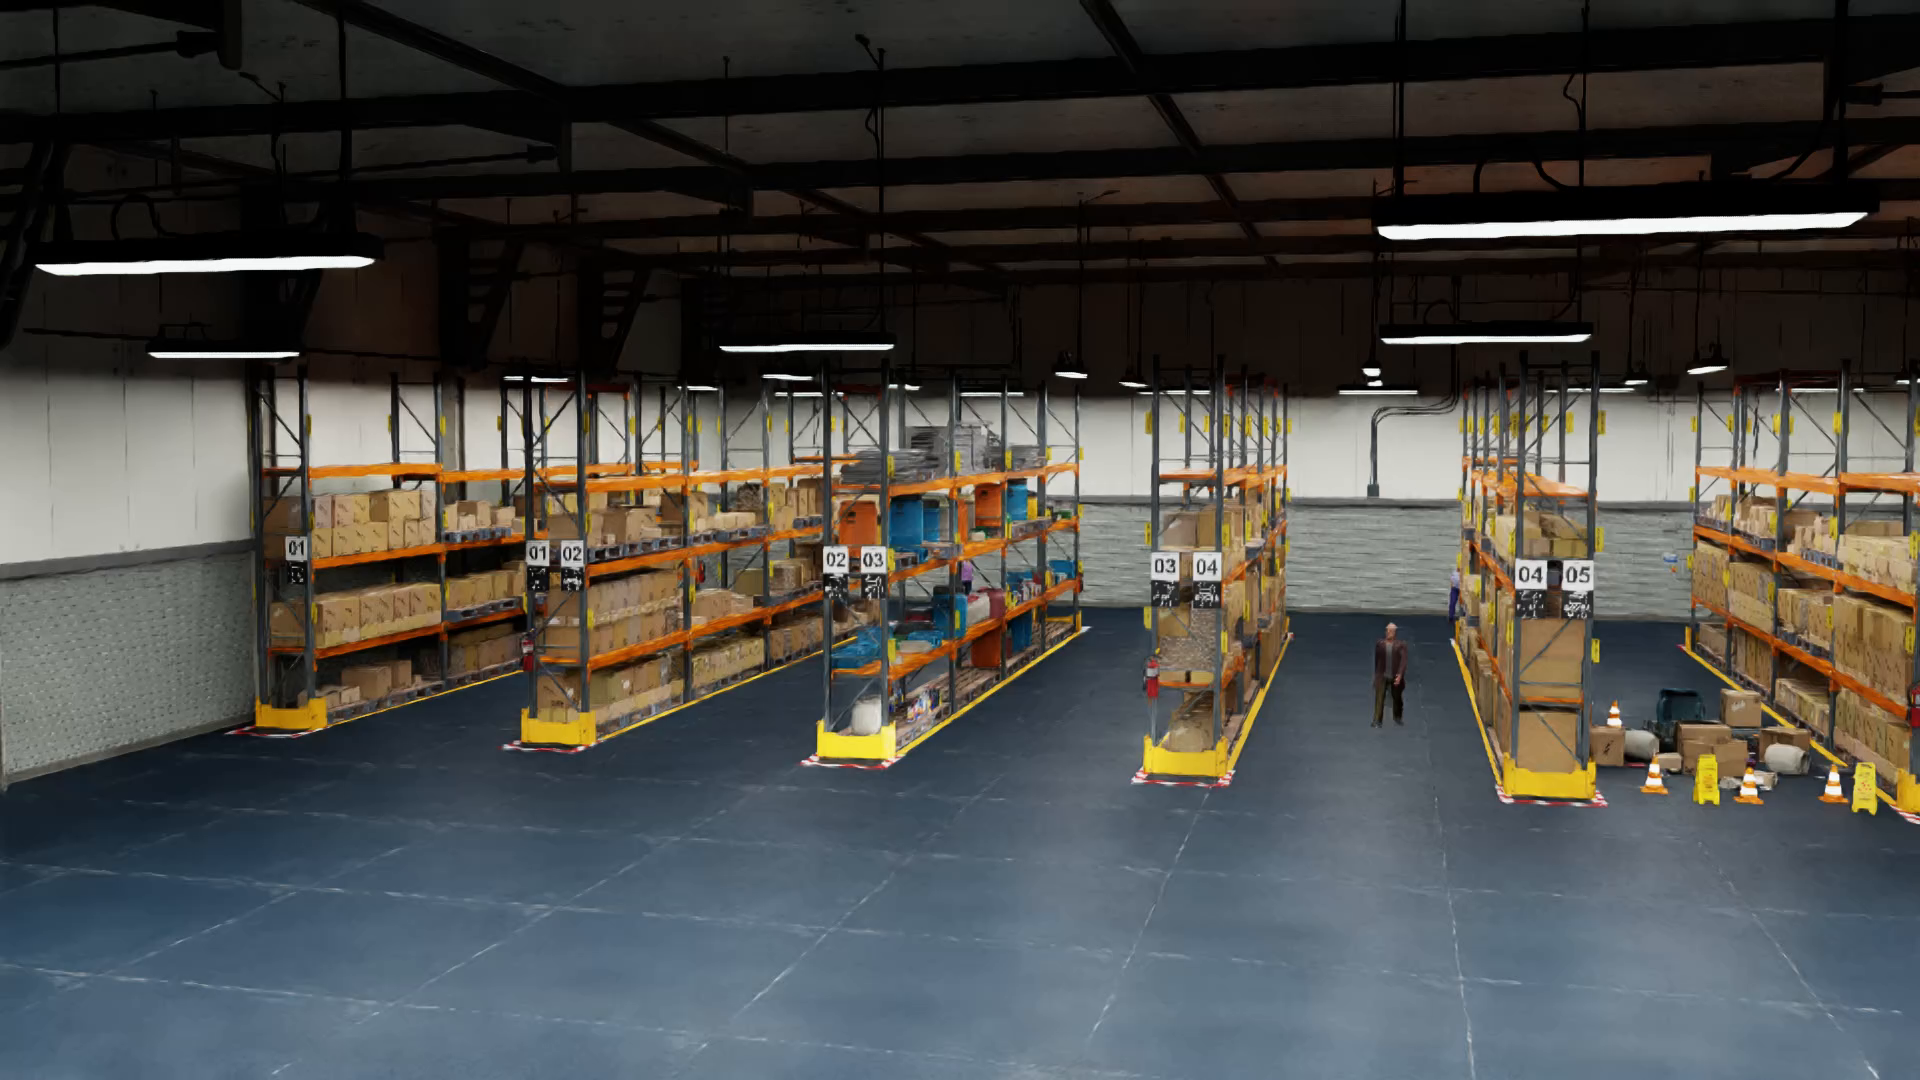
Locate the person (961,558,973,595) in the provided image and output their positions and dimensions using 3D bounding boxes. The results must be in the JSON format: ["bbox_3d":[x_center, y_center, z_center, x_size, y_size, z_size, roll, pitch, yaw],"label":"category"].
[{"bbox_3d":[0.075,1.127,44.931,0.572,1.547,0.462,-2,4,-28],"label":"person"}]

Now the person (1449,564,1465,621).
[{"bbox_3d":[12.661,1.287,42.100,0.476,1.514,0.823,2,4,23],"label":"person"}]

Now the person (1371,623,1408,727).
[{"bbox_3d":[7.130,2.230,27.541,0.573,1.716,1.103,2,4,23],"label":"person"}]
